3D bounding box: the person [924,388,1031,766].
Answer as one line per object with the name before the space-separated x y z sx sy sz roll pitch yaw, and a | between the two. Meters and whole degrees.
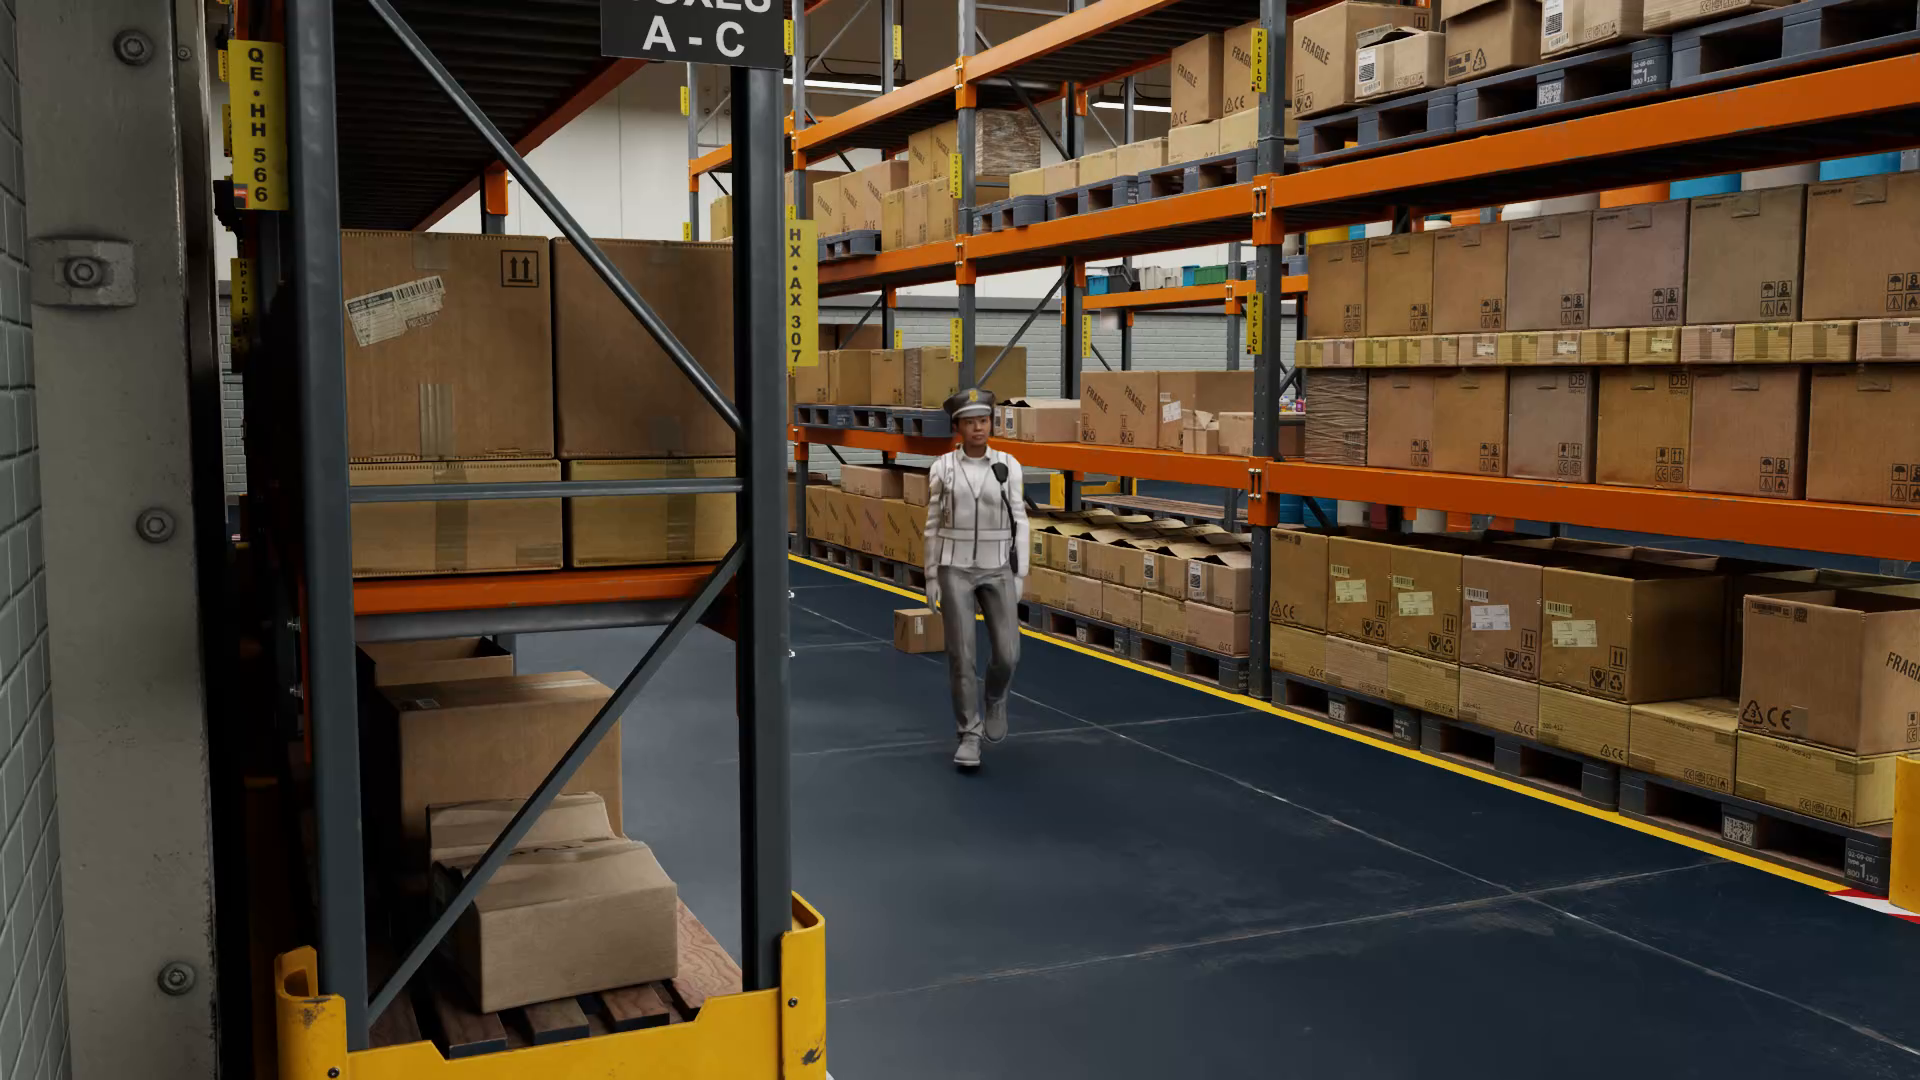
person | 0.079 0.153 7.539 0.485 1.679 0.511 0 5 -1
